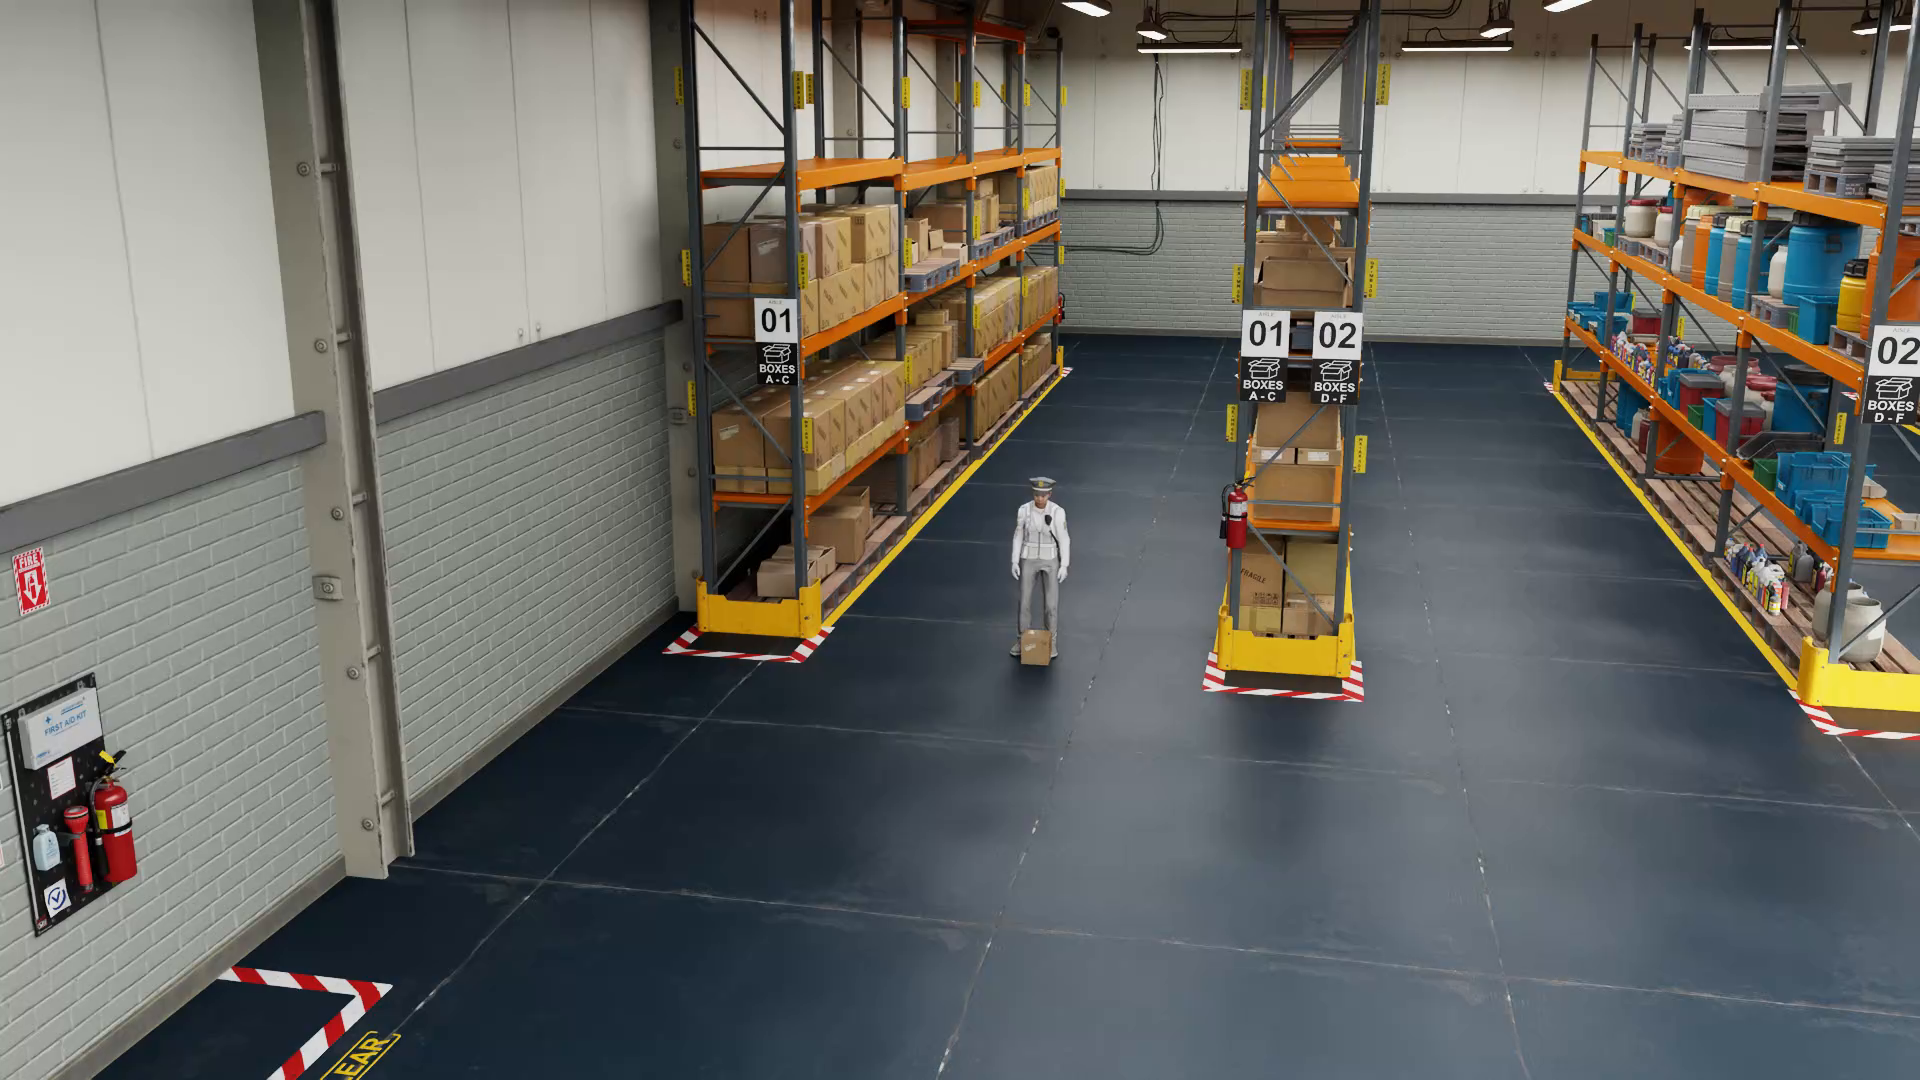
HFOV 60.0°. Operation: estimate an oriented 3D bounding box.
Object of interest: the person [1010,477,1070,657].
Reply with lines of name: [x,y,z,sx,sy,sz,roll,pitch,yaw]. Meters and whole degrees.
person: [0.729,0.230,15.132,0.530,1.664,0.371,3,15,12]
